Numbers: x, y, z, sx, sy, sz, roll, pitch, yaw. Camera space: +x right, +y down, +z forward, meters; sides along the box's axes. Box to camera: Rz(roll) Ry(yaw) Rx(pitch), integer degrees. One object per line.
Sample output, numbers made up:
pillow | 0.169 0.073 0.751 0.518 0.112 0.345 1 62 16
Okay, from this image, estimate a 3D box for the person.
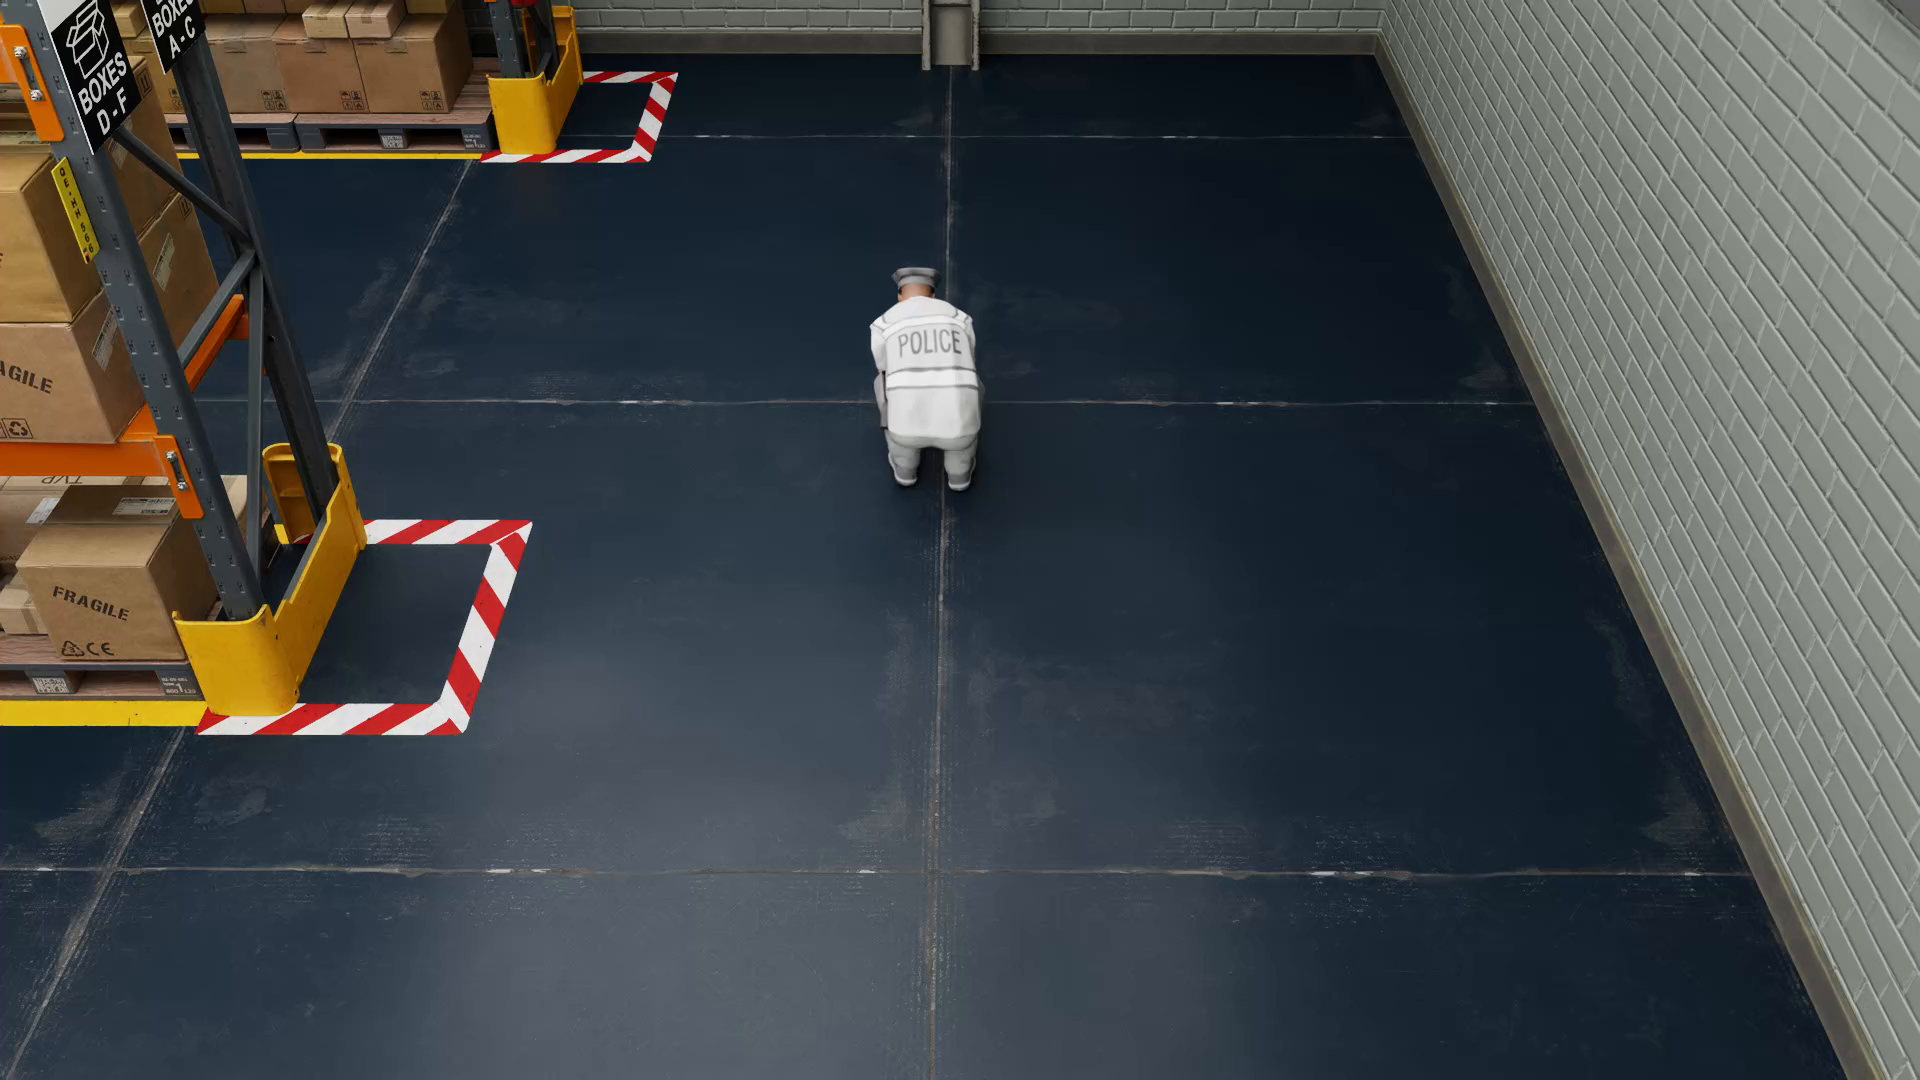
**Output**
person | -0.150 -0.716 7.827 0.542 0.906 0.986 0 39 0
